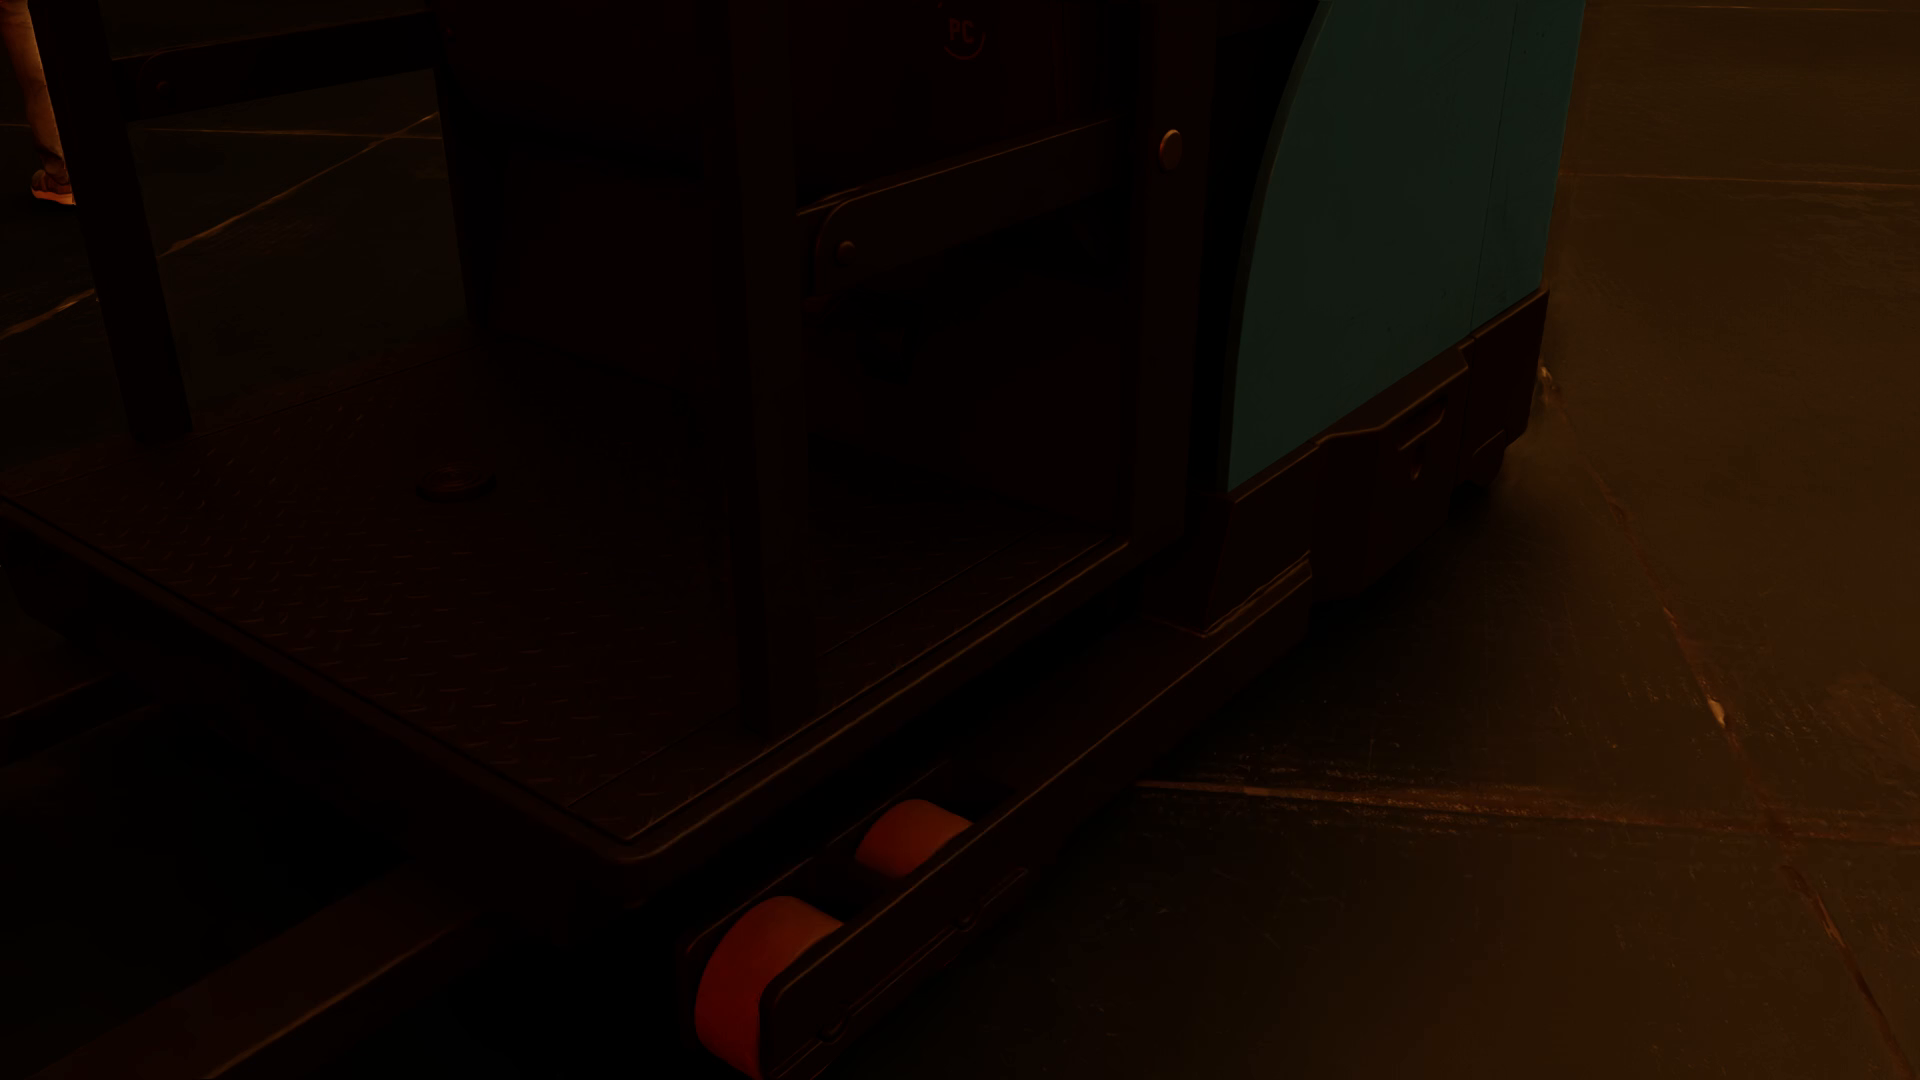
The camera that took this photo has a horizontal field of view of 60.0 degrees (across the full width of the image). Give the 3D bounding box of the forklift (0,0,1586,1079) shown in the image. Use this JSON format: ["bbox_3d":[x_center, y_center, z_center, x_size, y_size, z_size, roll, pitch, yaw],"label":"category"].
[{"bbox_3d":[-0.376,-1.067,1.356,1.130,2.935,3.031,19,32,34],"label":"forklift"}]

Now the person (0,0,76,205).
[{"bbox_3d":[-2.373,-1.557,3.888,0.458,1.606,0.512,21,33,36],"label":"person"}]
